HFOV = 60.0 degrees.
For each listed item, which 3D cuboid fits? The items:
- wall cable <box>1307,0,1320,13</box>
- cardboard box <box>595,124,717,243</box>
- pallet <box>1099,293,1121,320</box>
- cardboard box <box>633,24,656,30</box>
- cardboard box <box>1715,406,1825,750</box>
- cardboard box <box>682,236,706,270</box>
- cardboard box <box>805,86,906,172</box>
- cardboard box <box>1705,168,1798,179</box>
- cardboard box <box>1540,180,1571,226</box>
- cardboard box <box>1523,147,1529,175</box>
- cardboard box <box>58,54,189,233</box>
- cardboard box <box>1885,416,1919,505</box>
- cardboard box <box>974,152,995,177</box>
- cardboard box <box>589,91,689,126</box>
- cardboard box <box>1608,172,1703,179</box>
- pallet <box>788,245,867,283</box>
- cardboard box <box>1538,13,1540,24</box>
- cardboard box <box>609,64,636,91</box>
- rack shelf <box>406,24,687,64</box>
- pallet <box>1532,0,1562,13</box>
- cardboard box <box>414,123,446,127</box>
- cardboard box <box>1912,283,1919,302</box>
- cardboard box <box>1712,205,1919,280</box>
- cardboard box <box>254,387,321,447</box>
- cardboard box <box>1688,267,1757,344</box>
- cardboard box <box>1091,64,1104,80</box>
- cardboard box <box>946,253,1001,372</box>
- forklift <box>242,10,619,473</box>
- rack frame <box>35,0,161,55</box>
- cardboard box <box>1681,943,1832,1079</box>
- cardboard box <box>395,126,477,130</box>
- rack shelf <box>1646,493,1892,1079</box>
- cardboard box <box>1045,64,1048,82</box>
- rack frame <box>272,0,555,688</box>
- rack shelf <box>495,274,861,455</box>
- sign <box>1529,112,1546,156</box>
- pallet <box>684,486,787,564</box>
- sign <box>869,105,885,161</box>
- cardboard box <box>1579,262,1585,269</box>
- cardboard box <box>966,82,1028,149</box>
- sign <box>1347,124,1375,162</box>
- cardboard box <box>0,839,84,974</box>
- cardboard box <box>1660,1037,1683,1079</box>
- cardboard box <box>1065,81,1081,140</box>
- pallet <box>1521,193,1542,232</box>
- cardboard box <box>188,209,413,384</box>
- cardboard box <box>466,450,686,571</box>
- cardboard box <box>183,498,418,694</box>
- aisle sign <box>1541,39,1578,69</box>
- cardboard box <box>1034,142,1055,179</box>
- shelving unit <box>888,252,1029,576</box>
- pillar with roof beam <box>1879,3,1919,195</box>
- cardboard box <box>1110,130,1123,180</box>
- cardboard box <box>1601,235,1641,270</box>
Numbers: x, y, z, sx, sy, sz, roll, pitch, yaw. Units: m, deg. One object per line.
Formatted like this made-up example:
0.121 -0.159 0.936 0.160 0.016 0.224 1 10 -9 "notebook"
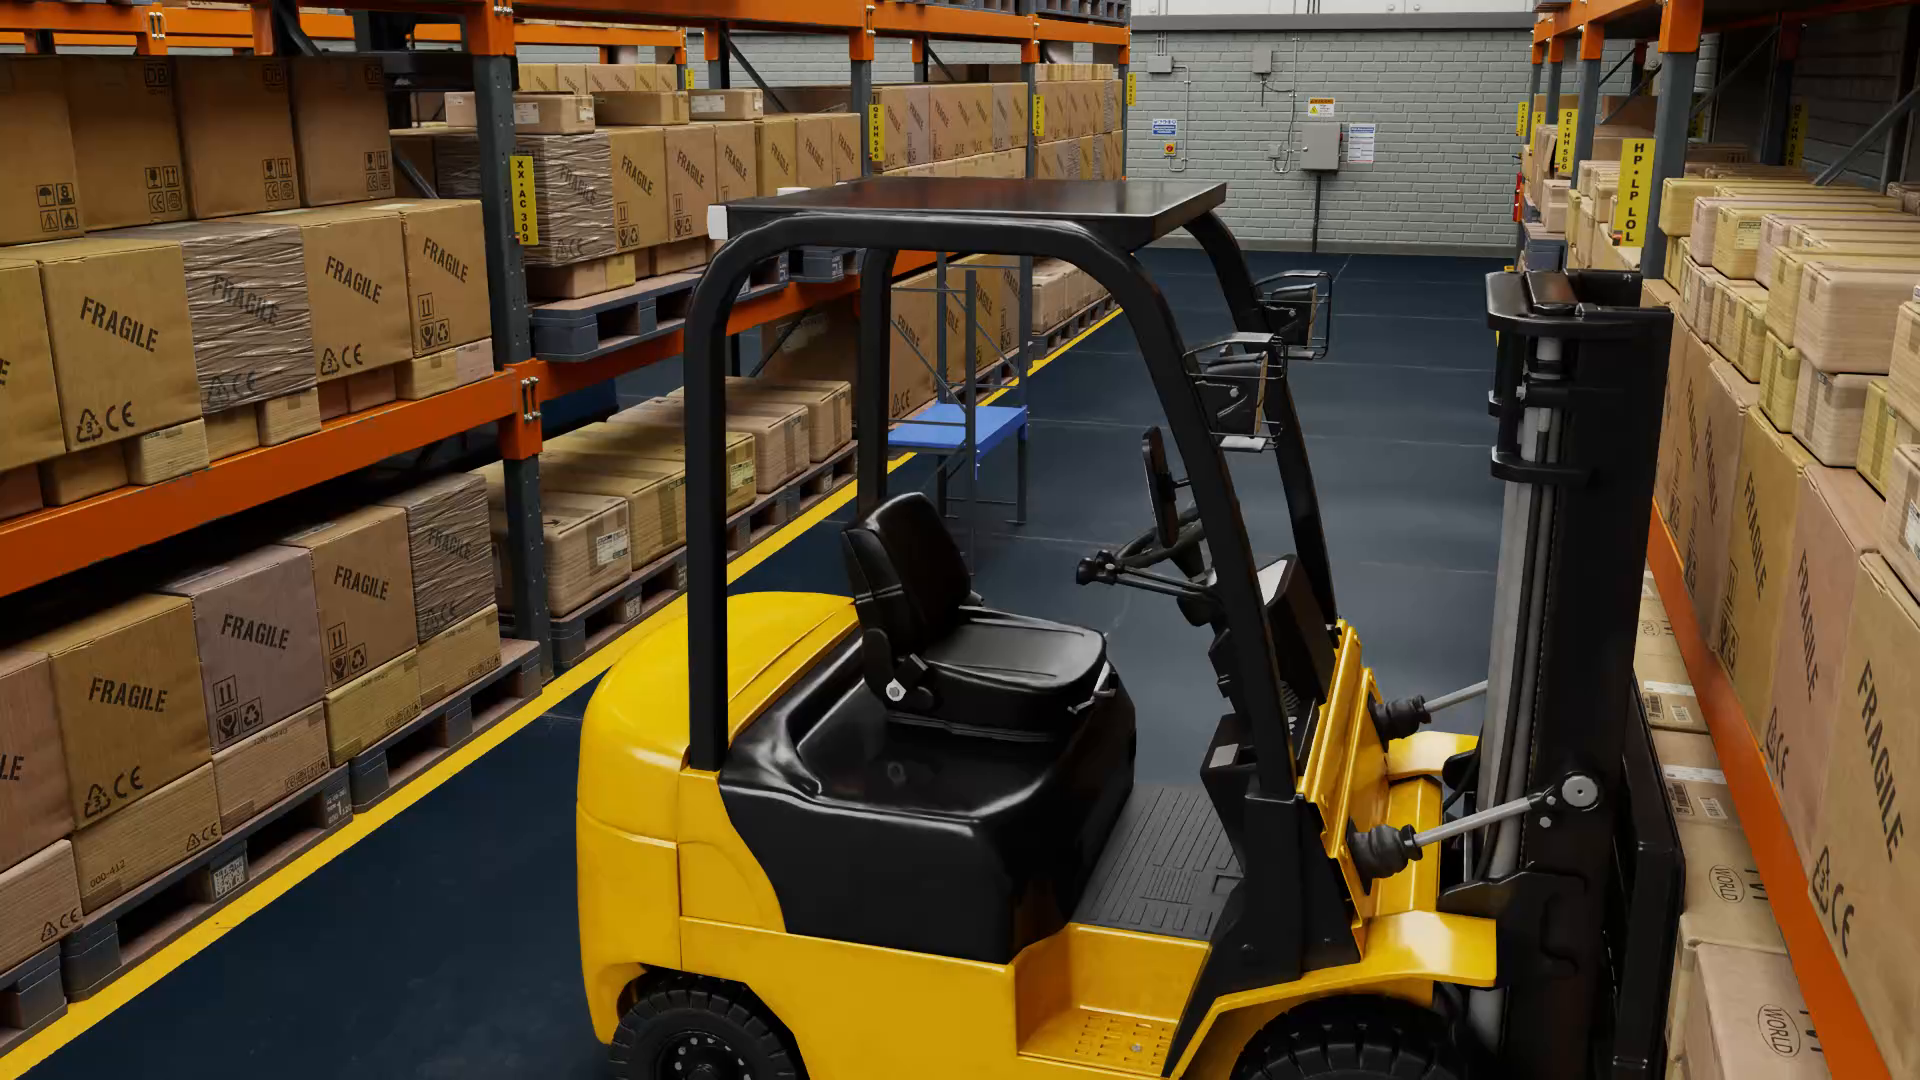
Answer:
5.979 -8.163 21.049 2.988 3.039 0.133 5 16 16 "wall cable"
-1.454 -1.647 7.642 0.500 0.500 0.500 5 16 16 "cardboard box"
1.100 -2.477 17.175 1.003 0.211 1.213 5 16 16 "pallet"
-3.536 -5.489 17.461 0.500 0.250 0.500 5 16 16 "cardboard box"
1.655 0.070 2.903 0.500 0.500 0.500 4 16 15 "cardboard box"
-1.426 -1.369 7.849 0.380 0.149 0.250 5 17 16 "cardboard box"
-0.646 -2.580 10.413 0.500 0.500 0.500 4 16 14 "cardboard box"
3.741 -1.676 7.869 0.380 0.149 0.250 5 16 16 "cardboard box"
3.729 -1.988 9.846 0.500 0.250 0.500 4 16 13 "cardboard box"
5.482 -3.491 15.370 0.500 0.250 0.500 5 17 16 "cardboard box"
-2.825 -1.207 5.027 0.700 0.500 0.500 4 16 15 "cardboard box"
1.472 -0.069 2.203 0.380 0.149 0.250 5 17 17 "cardboard box"
-0.053 -2.754 12.401 0.500 0.250 0.500 5 17 17 "cardboard box"
-1.475 -1.987 7.652 0.380 0.149 0.250 6 17 19 "cardboard box"
3.138 -1.580 7.530 0.380 0.149 0.250 5 17 16 "cardboard box"
-1.121 -1.654 9.514 1.213 0.211 1.003 5 16 16 "pallet"
5.391 -4.713 14.912 0.380 0.149 0.250 5 17 17 "cardboard box"
-3.697 -4.655 17.184 0.500 0.500 0.500 6 17 19 "cardboard box"
-4.090 -4.965 16.658 1.077 0.370 4.000 5 16 16 "rack shelf"
4.623 -3.791 11.545 1.213 0.211 1.003 5 16 16 "pallet"
-4.661 -3.522 14.348 0.380 0.149 0.250 4 16 14 "cardboard box"
1.596 -0.274 2.381 0.380 0.149 0.250 5 17 16 "cardboard box"
1.956 -0.681 3.816 0.380 0.149 0.250 4 16 15 "cardboard box"
-2.242 -0.400 5.202 0.380 0.149 0.250 4 16 15 "cardboard box"
1.923 -0.542 3.871 0.380 0.149 0.250 4 16 15 "cardboard box"
1.190 -4.560 16.206 0.380 0.149 0.250 5 17 17 "cardboard box"
-0.233 -1.762 12.668 0.875 0.875 0.875 5 17 17 "cardboard box"
-3.154 -1.661 9.315 1.130 2.935 3.031 5 17 17 "forklift"
-5.796 -2.298 11.435 1.000 3.000 0.127 5 16 16 "rack frame"
1.437 0.897 2.606 0.500 0.250 0.500 5 17 17 "cardboard box"
-2.107 -1.556 7.320 0.500 0.500 0.500 5 17 16 "cardboard box"
2.034 0.359 3.385 1.077 0.370 4.000 5 16 16 "rack shelf"
0.544 -4.029 14.334 0.380 0.149 0.250 4 16 15 "cardboard box"
-2.158 -0.894 6.485 1.000 3.000 0.127 5 16 16 "rack frame"
-1.589 -1.071 8.428 1.077 0.370 4.000 5 16 16 "rack shelf"
4.354 -3.060 12.534 0.100 0.325 0.005 5 16 16 "sign"
-1.593 -0.077 8.713 1.003 0.211 1.213 5 16 16 "pallet"
-0.498 -2.420 9.888 0.100 0.325 0.005 5 16 16 "sign"
3.091 -1.121 7.559 0.500 0.250 0.500 4 16 14 "cardboard box"
0.230 -3.380 13.233 0.500 0.500 0.500 5 17 18 "cardboard box"
5.338 -5.280 22.121 0.329 0.494 0.001 5 16 16 "sign"
-2.648 0.950 4.251 0.500 0.250 0.500 5 17 18 "cardboard box"
1.584 0.998 3.168 0.500 0.250 0.500 4 16 15 "cardboard box"
0.789 -3.887 15.021 0.500 0.500 0.500 5 17 17 "cardboard box"
4.544 -2.310 11.830 1.003 0.211 1.213 5 16 16 "pallet"
-2.185 -0.815 5.476 0.500 0.500 0.500 5 17 18 "cardboard box"
-1.810 -0.158 7.935 0.950 0.372 0.625 6 17 19 "cardboard box"
-2.211 0.175 5.612 0.500 0.500 0.500 5 17 17 "cardboard box"
5.750 -4.941 15.989 0.394 0.787 0.004 5 16 16 "aisle sign"
0.500 -3.138 14.212 0.500 0.500 0.500 5 17 18 "cardboard box"
-0.024 -0.699 8.546 0.538 1.500 1.048 5 16 16 "shelving unit"
0.105 -4.366 7.730 9.100 9.000 0.400 5 16 16 "pillar with roof beam"
1.369 -3.935 17.023 0.500 0.500 0.500 5 17 16 "cardboard box"
2.636 -0.962 6.083 0.500 0.250 0.500 4 16 14 "cardboard box"
